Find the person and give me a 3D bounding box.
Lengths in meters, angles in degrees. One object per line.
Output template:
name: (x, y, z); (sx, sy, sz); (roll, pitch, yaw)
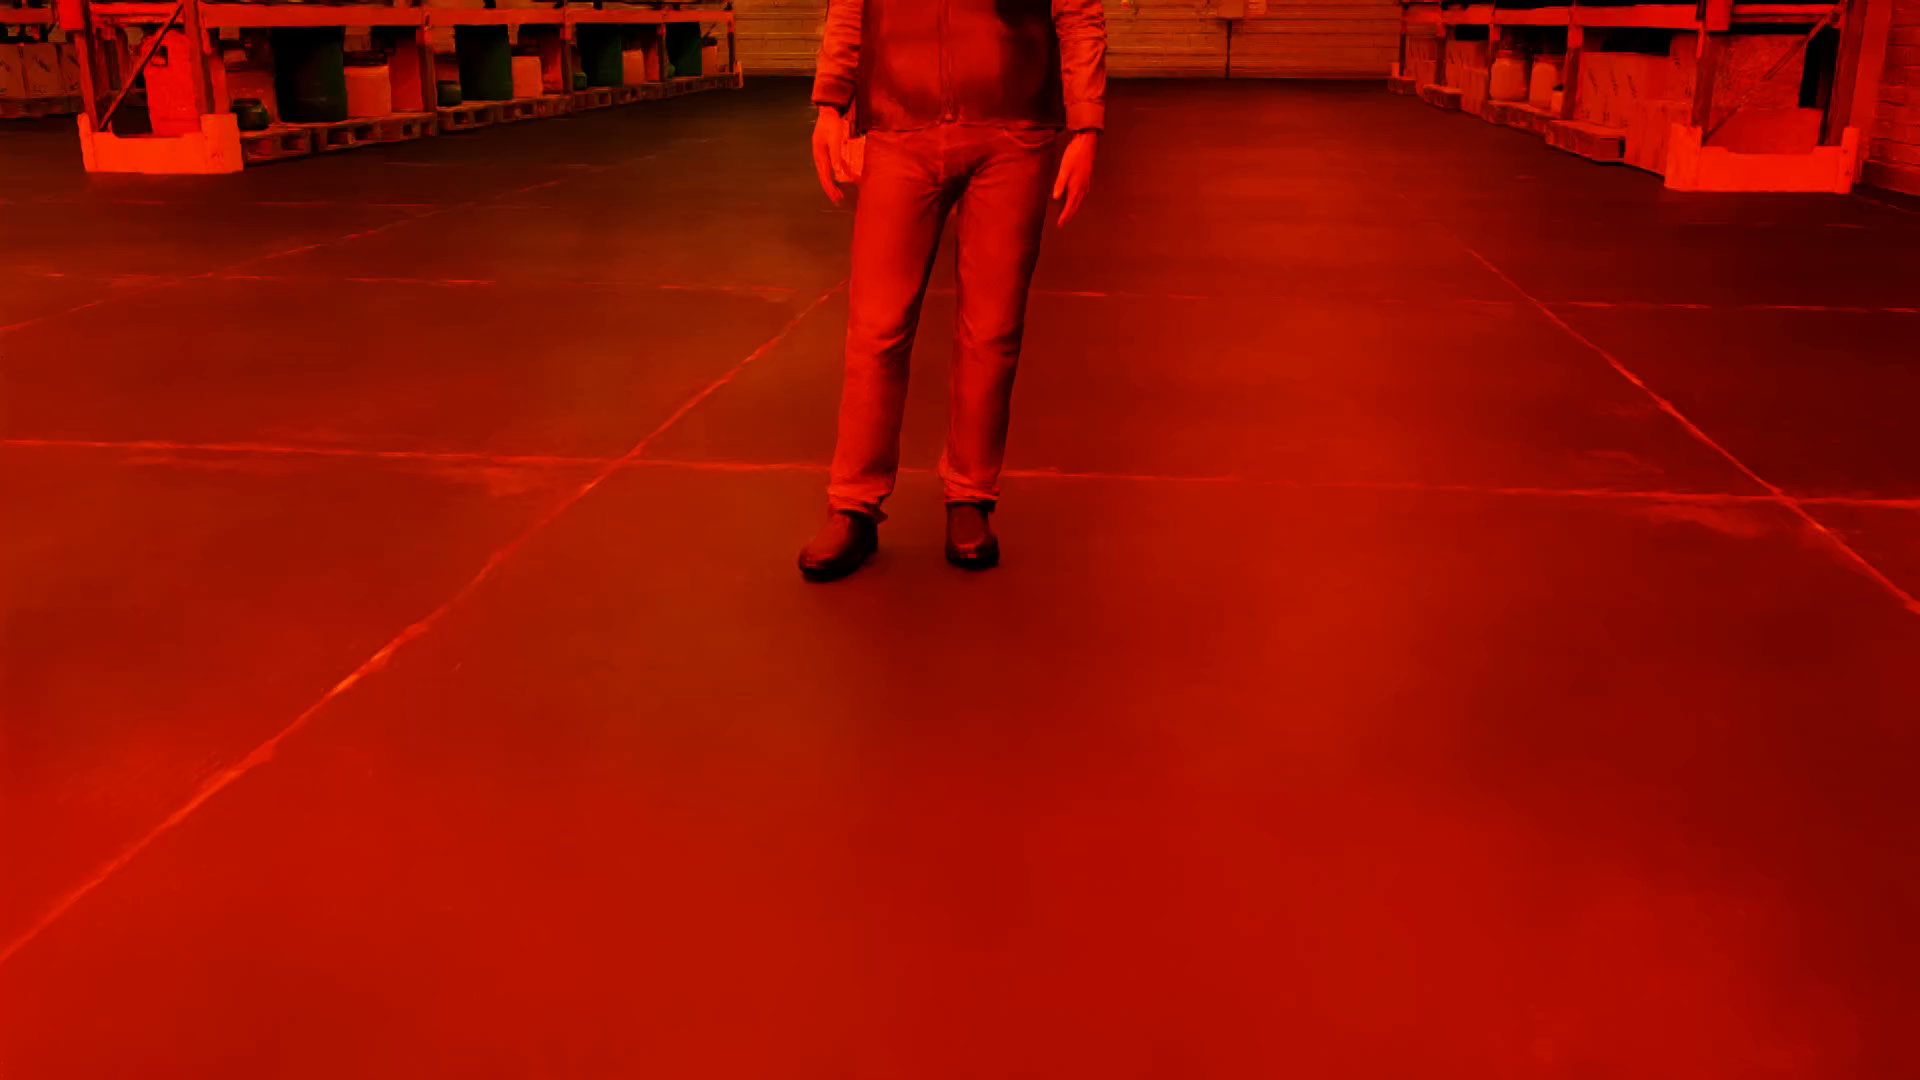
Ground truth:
person: (-0.016, -0.809, 3.507); (0.632, 1.720, 0.567); (2, 18, 7)
